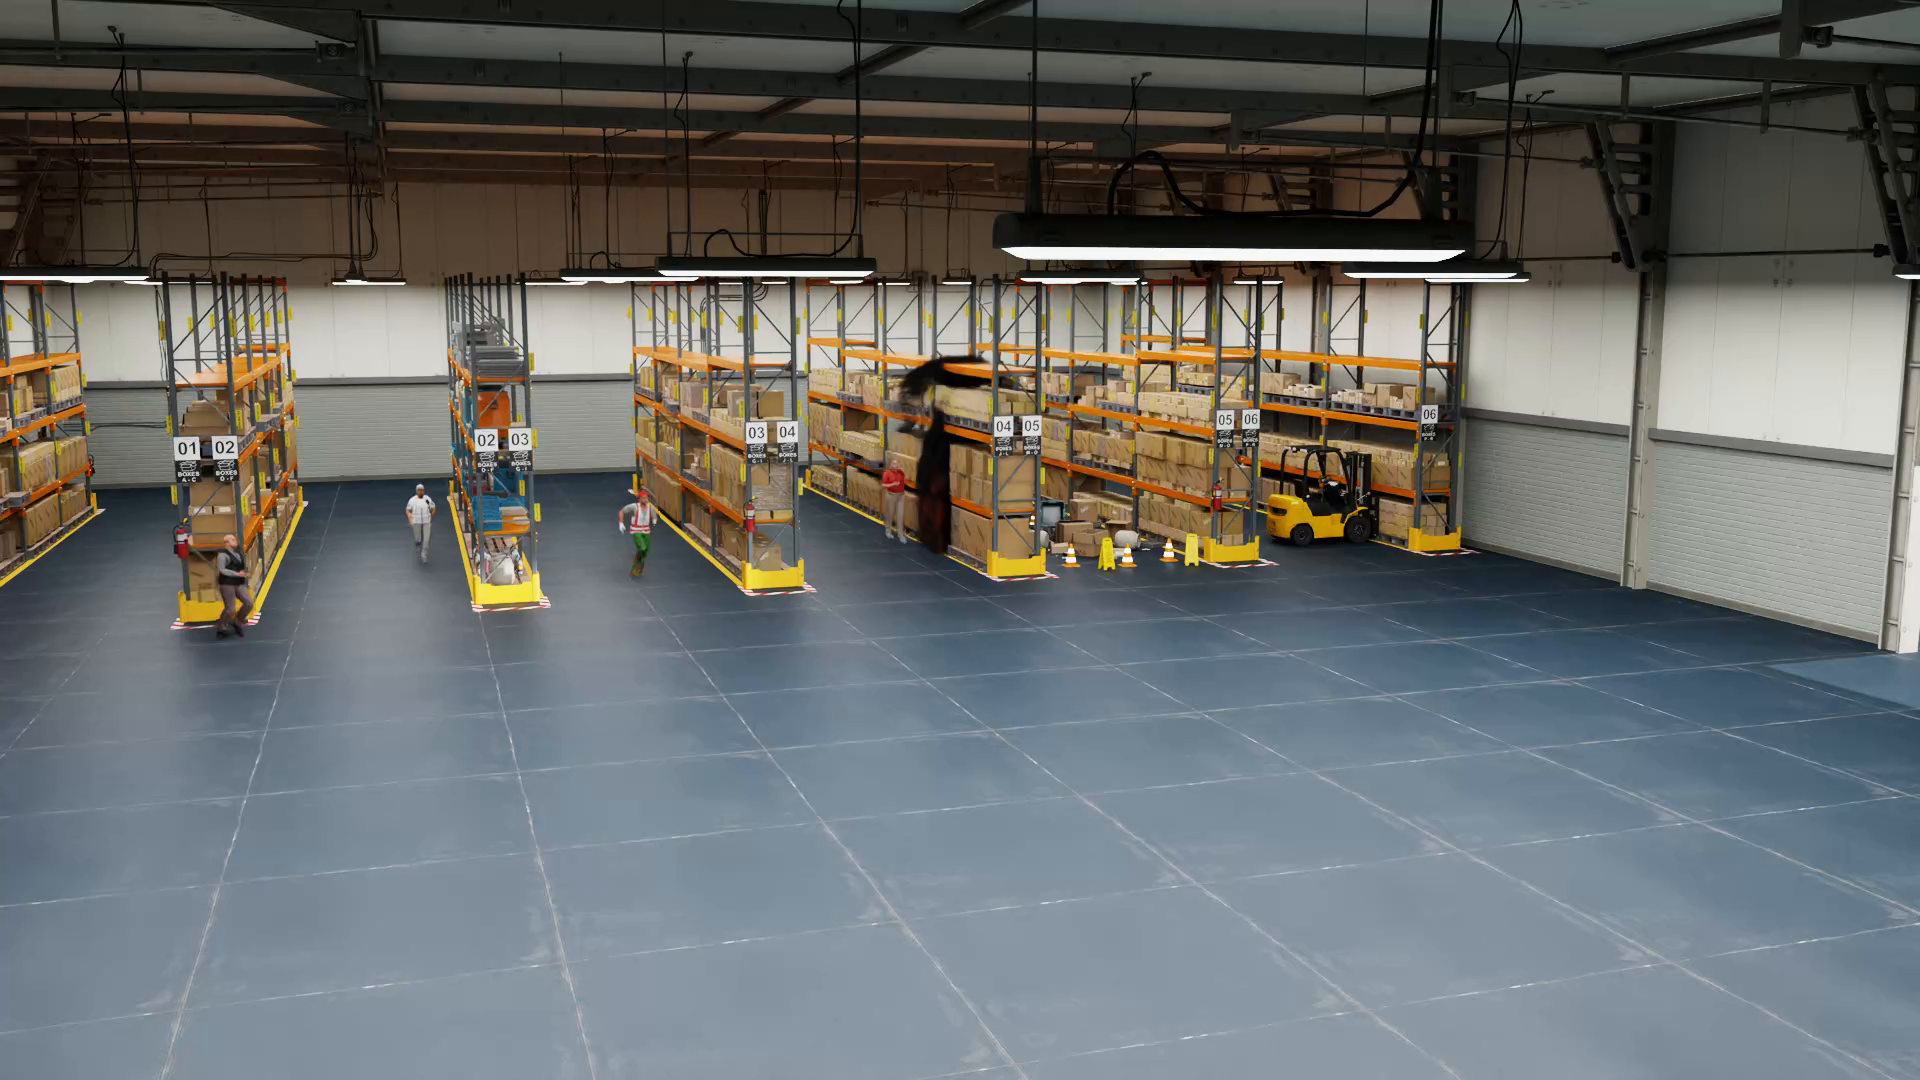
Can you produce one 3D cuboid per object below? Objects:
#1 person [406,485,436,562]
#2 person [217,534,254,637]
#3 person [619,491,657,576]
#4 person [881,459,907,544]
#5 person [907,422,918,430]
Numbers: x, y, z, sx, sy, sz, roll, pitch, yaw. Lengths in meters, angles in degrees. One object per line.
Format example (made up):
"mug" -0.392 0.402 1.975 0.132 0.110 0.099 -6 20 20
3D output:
"person" -11.398 -0.365 35.223 0.614 1.631 0.575 -3 9 -22
"person" -11.963 0.766 27.445 0.688 1.745 0.681 2 9 14
"person" -6.336 -0.123 33.036 0.707 1.727 0.740 -7 11 -37
"person" -1.414 -0.851 36.094 0.628 1.814 0.732 -4 9 -23
"person" -1.475 -2.936 51.511 0.972 1.784 0.662 -6 10 -34
